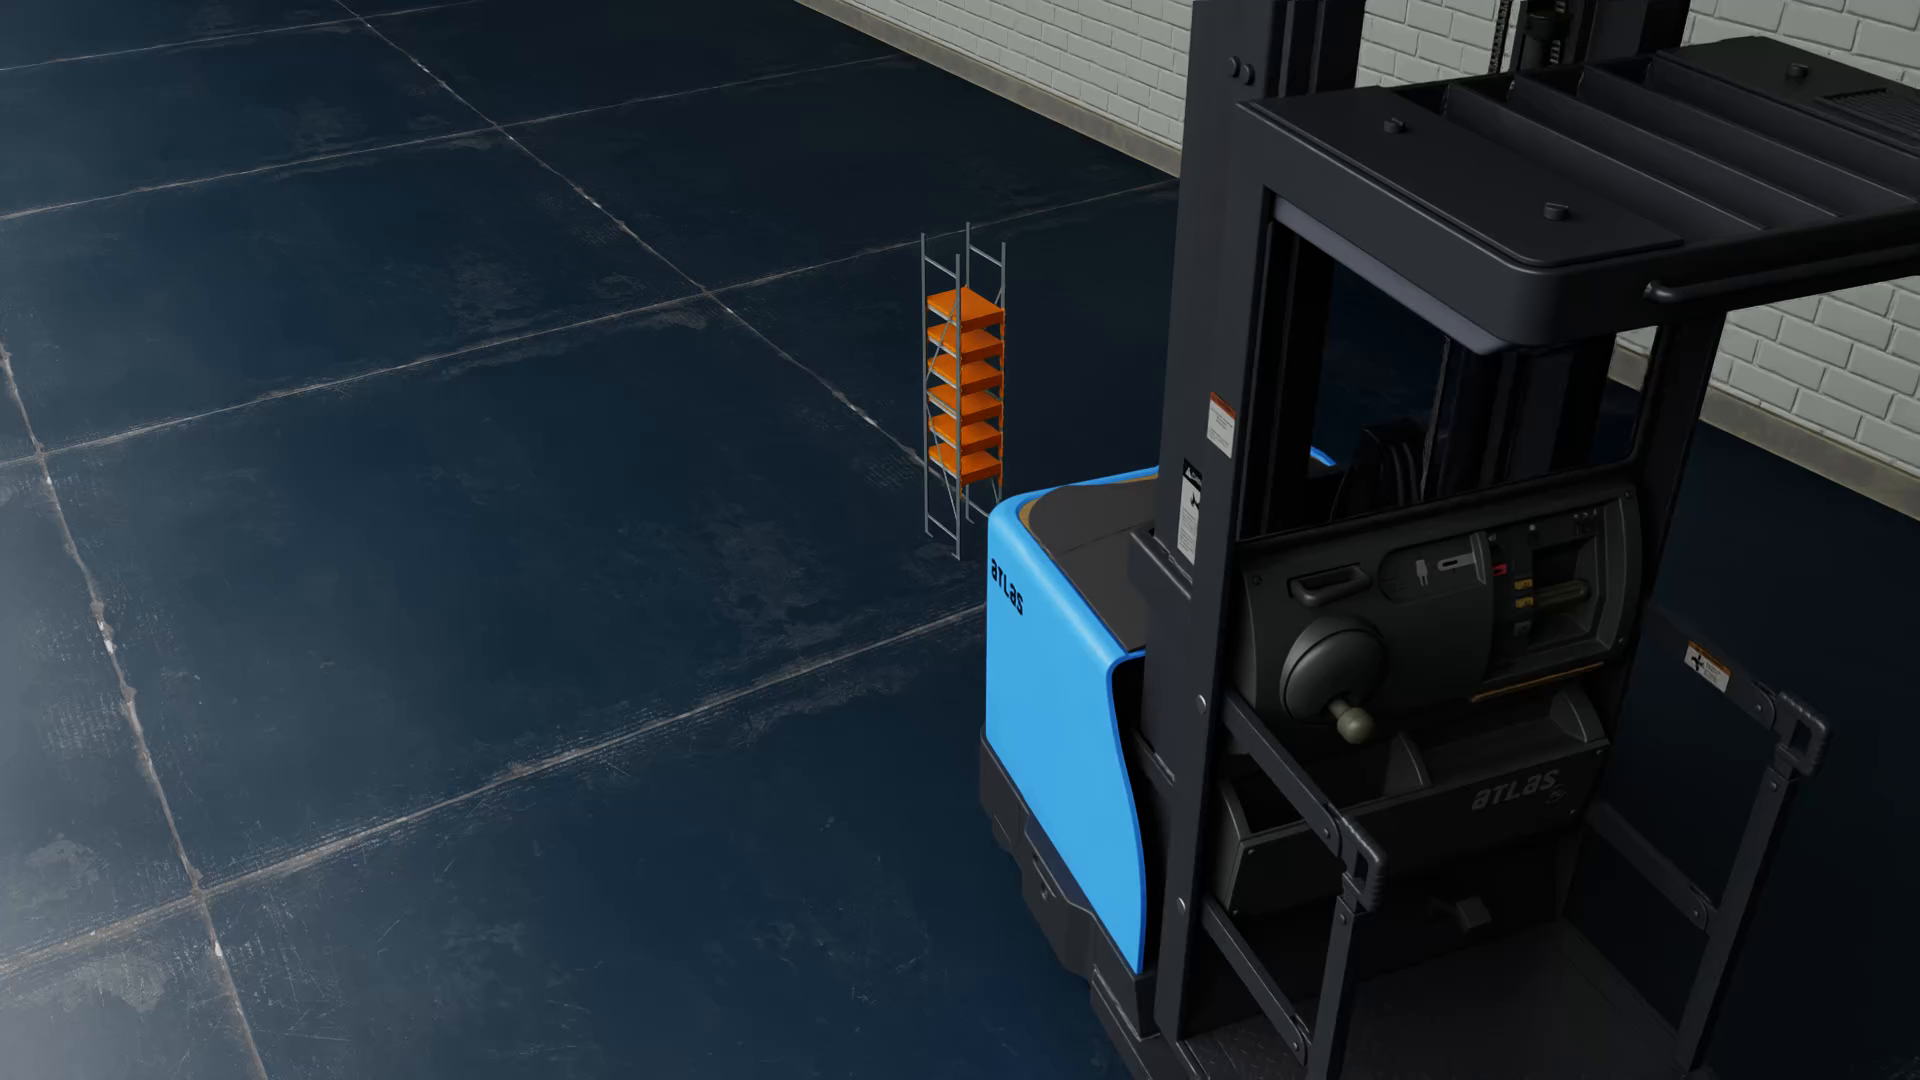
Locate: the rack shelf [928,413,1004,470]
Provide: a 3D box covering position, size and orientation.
[{"bbox_3d":[0.012,-0.373,6.024,0.180,0.103,0.258,-19,37,-27],"label":"rack shelf"}]

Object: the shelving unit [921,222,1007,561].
[{"bbox_3d":[0.012,-0.512,5.937,0.189,1.200,0.258,-19,37,-27],"label":"shelving unit"}]

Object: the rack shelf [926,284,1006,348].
[{"bbox_3d":[0.012,-0.779,5.768,0.180,0.103,0.258,-19,37,-27],"label":"rack shelf"}]

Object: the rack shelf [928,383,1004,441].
[{"bbox_3d":[0.012,-0.474,5.960,0.180,0.103,0.258,-19,37,-27],"label":"rack shelf"}]

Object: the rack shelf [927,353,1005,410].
[{"bbox_3d":[0.012,-0.576,5.896,0.180,0.103,0.258,-19,37,-27],"label":"rack shelf"}]

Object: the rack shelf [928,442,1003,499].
[{"bbox_3d":[0.012,-0.271,6.088,0.180,0.103,0.258,-19,37,-27],"label":"rack shelf"}]

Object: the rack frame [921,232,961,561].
[{"bbox_3d":[-0.065,-0.485,5.895,0.006,1.200,0.240,-19,37,-27],"label":"rack frame"}]

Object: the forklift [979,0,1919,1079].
[{"bbox_3d":[1.066,0.198,3.190,1.130,2.935,3.031,-12,34,-18],"label":"forklift"}]

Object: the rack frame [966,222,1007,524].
[{"bbox_3d":[0.089,-0.538,5.978,0.006,1.200,0.240,-19,37,-27],"label":"rack frame"}]

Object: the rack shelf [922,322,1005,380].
[{"bbox_3d":[0.012,-0.677,5.832,0.180,0.103,0.258,-19,37,-27],"label":"rack shelf"}]
